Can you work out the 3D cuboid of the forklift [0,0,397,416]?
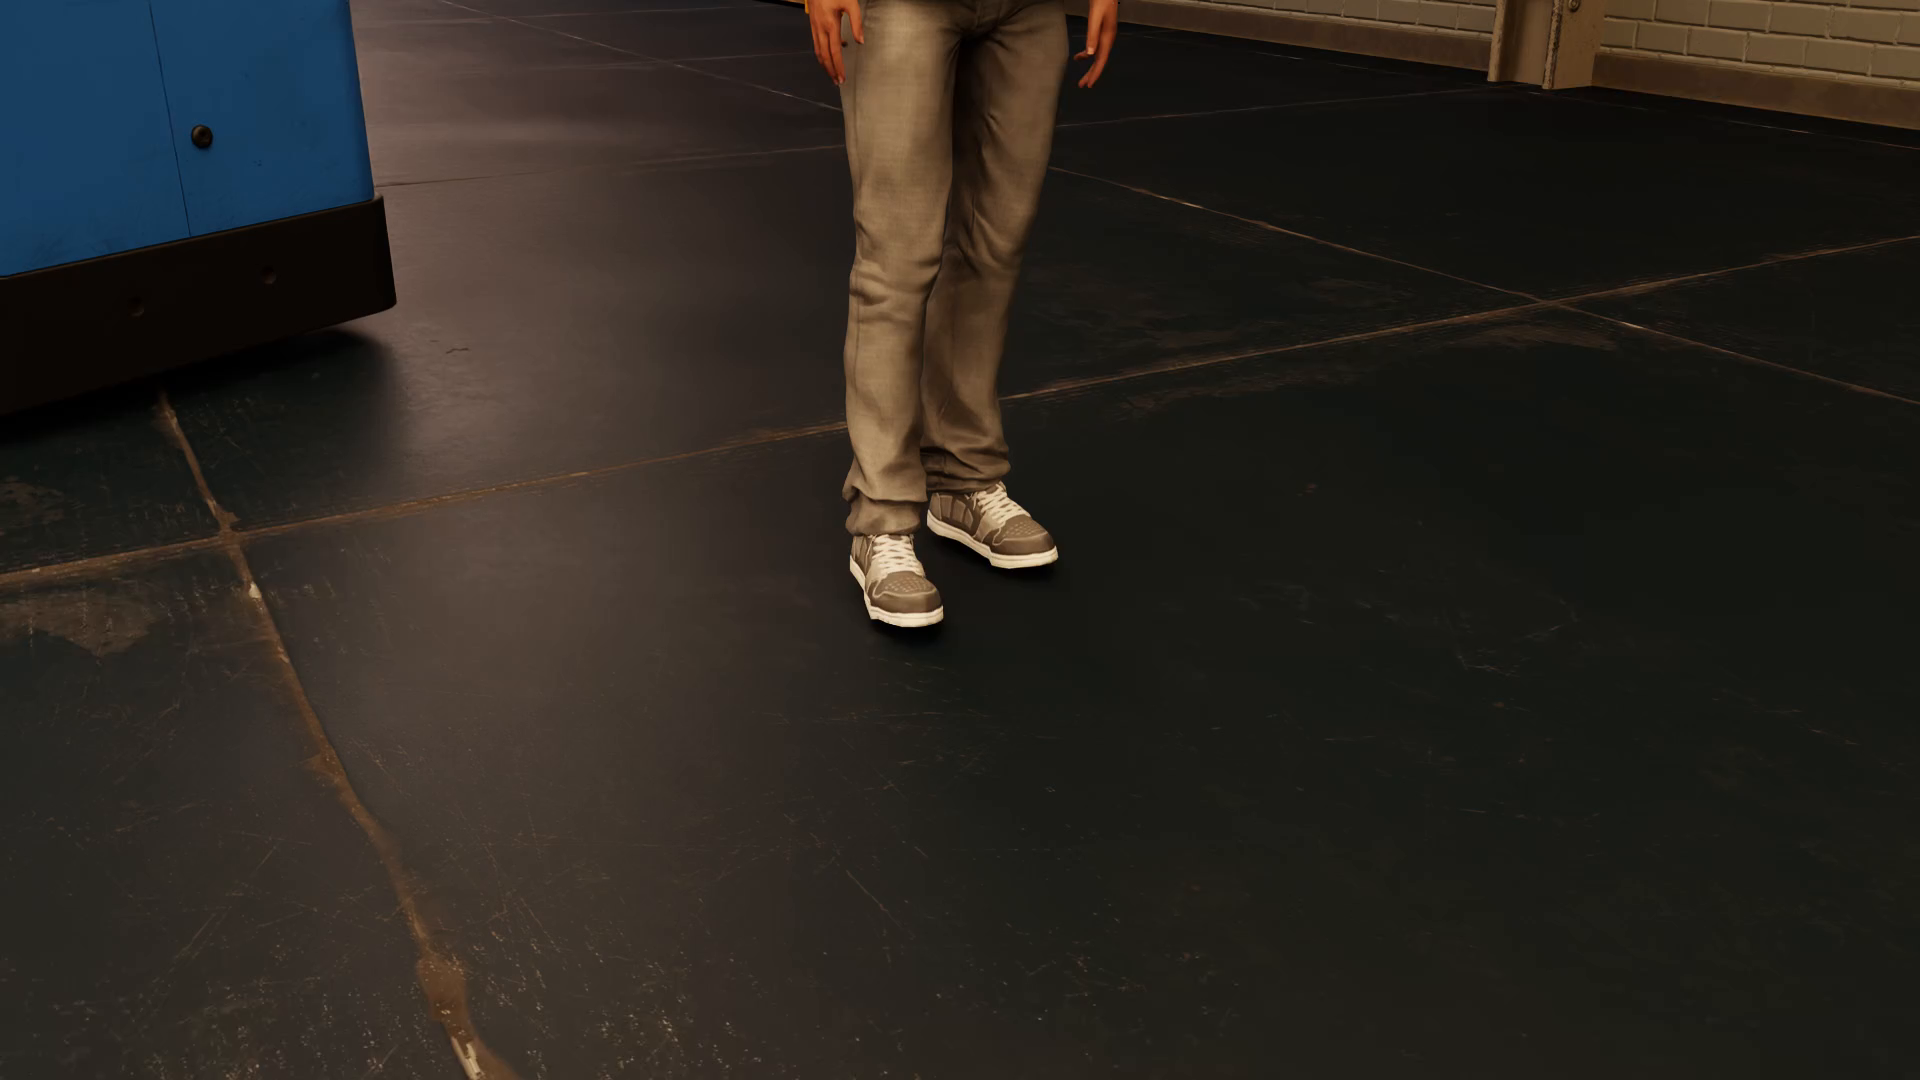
[{"bbox_3d":[-2.796,-1.947,3.520,3.031,2.935,1.130,13,25,28],"label":"forklift"}]

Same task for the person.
[{"bbox_3d":[0.026,-0.715,2.264,0.521,1.592,0.473,-12,25,-28],"label":"person"}]
